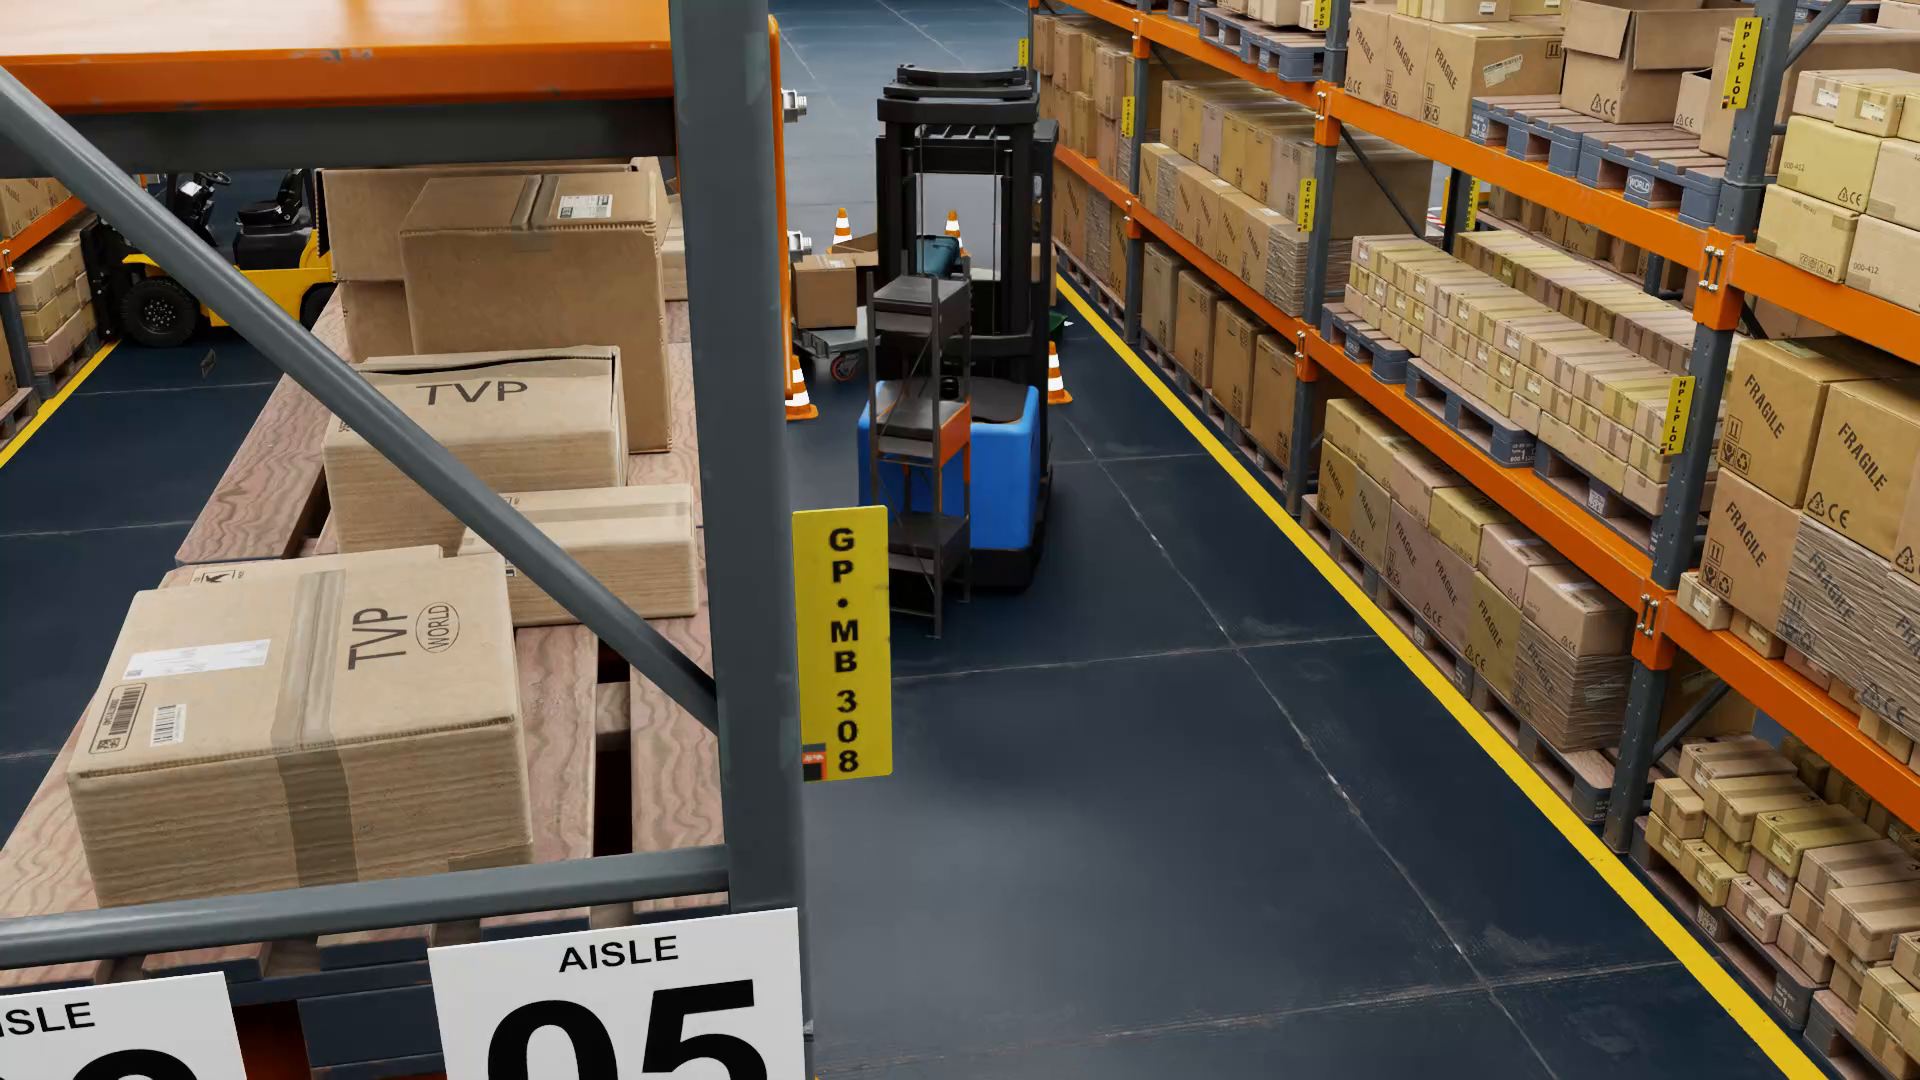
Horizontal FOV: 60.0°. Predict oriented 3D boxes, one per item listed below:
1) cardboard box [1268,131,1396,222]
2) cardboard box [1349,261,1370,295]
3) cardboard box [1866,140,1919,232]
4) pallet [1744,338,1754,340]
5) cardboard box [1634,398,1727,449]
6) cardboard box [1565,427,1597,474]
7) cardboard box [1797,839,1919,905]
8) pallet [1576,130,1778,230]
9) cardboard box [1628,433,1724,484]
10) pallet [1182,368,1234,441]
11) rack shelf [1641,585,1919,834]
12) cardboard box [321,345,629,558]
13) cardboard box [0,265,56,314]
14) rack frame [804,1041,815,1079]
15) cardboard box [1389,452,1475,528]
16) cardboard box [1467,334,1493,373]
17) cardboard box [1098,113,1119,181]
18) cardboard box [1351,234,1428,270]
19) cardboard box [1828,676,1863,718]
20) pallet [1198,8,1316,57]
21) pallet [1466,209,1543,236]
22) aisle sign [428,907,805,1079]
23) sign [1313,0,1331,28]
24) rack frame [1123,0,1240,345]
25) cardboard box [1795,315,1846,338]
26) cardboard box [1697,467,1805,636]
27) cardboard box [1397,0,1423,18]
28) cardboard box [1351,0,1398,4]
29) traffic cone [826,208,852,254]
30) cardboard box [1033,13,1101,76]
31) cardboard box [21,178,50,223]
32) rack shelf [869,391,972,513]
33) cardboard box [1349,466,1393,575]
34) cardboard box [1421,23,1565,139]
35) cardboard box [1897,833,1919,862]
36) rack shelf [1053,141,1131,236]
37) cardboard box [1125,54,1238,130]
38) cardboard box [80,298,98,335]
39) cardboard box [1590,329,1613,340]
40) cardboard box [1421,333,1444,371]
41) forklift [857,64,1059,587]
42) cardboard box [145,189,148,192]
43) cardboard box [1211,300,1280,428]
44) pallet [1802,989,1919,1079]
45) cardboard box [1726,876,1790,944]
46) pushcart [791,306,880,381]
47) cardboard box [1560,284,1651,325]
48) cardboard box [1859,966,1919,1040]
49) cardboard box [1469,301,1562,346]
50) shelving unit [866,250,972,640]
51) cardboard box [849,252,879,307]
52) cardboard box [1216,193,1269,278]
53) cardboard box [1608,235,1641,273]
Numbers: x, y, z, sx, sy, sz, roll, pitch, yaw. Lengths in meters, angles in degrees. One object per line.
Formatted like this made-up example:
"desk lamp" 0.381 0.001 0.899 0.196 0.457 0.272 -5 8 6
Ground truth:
"cardboard box" 2.527 -2.466 11.274 0.700 0.500 0.500 -5 24 -11
"cardboard box" 2.587 -1.594 10.070 0.380 0.149 0.250 -3 24 -7
"cardboard box" 3.375 -1.144 5.436 0.500 0.250 0.500 -4 24 -10
"pallet" 7.223 -1.421 13.741 1.003 0.211 1.213 -4 24 -10
"cardboard box" 3.168 -0.506 7.206 0.380 0.149 0.250 -3 24 -7
"cardboard box" 3.074 -0.431 7.779 0.380 0.149 0.250 -4 24 -10
"cardboard box" 3.453 1.289 6.344 0.380 0.149 0.250 -5 24 -11
"pallet" 3.425 -1.552 7.042 1.213 0.211 1.003 -4 24 -10
"cardboard box" 3.167 -0.368 7.262 0.380 0.149 0.250 -4 24 -8
"pallet" 2.401 -1.102 13.010 1.003 0.211 1.213 -4 24 -10
"rack shelf" 3.804 1.104 5.373 1.077 0.370 4.000 -4 24 -10
"cardboard box" -0.900 -0.197 3.168 0.500 0.311 0.500 -4 24 -9
"cardboard box" -7.549 -1.988 13.216 0.500 0.250 0.500 -5 24 -11
"rack frame" -0.672 1.967 2.498 1.000 3.000 0.127 -4 24 -10
"cardboard box" 2.757 -0.292 9.332 0.500 0.250 0.500 -4 24 -9
"cardboard box" 2.880 -0.982 8.668 0.380 0.149 0.250 -3 24 -8
"cardboard box" 1.751 -3.587 15.027 0.875 0.550 0.550 -4 24 -10
"cardboard box" 2.591 -1.738 10.027 0.380 0.149 0.250 -4 24 -10
"cardboard box" 3.431 0.543 6.073 0.380 0.149 0.250 -5 24 -12
"pallet" 2.314 -3.563 11.648 1.003 0.211 1.213 -3 24 -7
"pallet" 6.238 -3.430 18.339 1.003 0.211 1.213 -4 24 -10
"aisle sign" -0.374 0.783 1.962 0.394 0.787 0.004 -4 24 -10
"sign" 2.148 -3.196 9.826 0.100 0.325 0.005 -4 24 -10
"rack frame" 1.955 -3.159 14.235 1.000 3.000 0.127 -4 24 -10
"cardboard box" 7.218 -1.671 13.401 0.700 0.500 0.500 -2 24 -5
"cardboard box" 3.278 0.019 6.462 0.500 0.500 0.500 -5 24 -11
"cardboard box" 2.594 -2.975 8.984 0.396 0.266 0.258 -4 24 -10
"cardboard box" 2.777 -3.459 10.635 0.500 0.311 0.500 -4 24 -10
"traffic cone" -1.255 -3.306 17.741 0.336 0.463 0.334 -4 24 -10
"cardboard box" 1.246 -5.147 17.251 0.875 0.550 0.550 -4 24 -10
"cardboard box" -7.706 -2.827 13.351 0.500 0.500 0.500 -4 24 -9
"rack shelf" -0.216 -0.502 9.305 0.431 0.518 0.480 8 25 18
"cardboard box" 2.671 -0.138 9.917 0.500 0.500 0.500 -4 24 -9
"cardboard box" 2.736 -2.369 8.555 0.500 0.500 0.500 -4 24 -10
"cardboard box" 3.867 1.253 6.428 0.380 0.149 0.250 -4 24 -8
"rack shelf" 1.585 -3.616 16.180 1.077 0.370 4.000 -4 24 -10
"cardboard box" 1.921 -3.870 14.327 0.875 0.550 0.550 -4 24 -10
"cardboard box" -7.752 -1.931 14.334 0.500 0.250 0.500 -4 24 -9
"cardboard box" 3.522 -1.030 8.778 0.380 0.149 0.250 -5 24 -11
"cardboard box" 2.782 -1.050 9.195 0.380 0.149 0.250 -4 24 -8
"forklift" 0.054 -1.617 10.790 1.130 2.935 3.031 2 24 6
"cardboard box" -8.116 -3.190 15.968 0.500 0.250 0.500 -4 24 -8
"cardboard box" 2.506 -1.337 12.349 1.050 0.750 0.750 -4 24 -9
"pallet" 3.822 2.008 5.889 1.003 0.211 1.213 -4 24 -10
"cardboard box" 3.332 1.467 6.680 0.380 0.149 0.250 -4 24 -10
"pushcart" -0.659 -1.740 14.262 1.648 0.377 0.936 -13 27 -28
"cardboard box" 3.473 -1.268 8.951 0.380 0.149 0.250 -3 24 -7
"cardboard box" 3.462 1.638 5.917 0.380 0.149 0.250 -4 24 -10
"cardboard box" 2.877 -1.124 8.622 0.380 0.149 0.250 -5 24 -10
"shelving unit" -0.216 -0.514 9.299 0.431 2.100 0.503 8 25 18
"cardboard box" -0.637 -2.374 15.387 0.797 0.637 0.503 -4 24 -10
"cardboard box" 2.164 -2.182 11.873 0.500 0.500 0.500 -5 24 -11
"cardboard box" 6.700 -2.918 16.283 0.500 0.500 0.500 3 24 7
